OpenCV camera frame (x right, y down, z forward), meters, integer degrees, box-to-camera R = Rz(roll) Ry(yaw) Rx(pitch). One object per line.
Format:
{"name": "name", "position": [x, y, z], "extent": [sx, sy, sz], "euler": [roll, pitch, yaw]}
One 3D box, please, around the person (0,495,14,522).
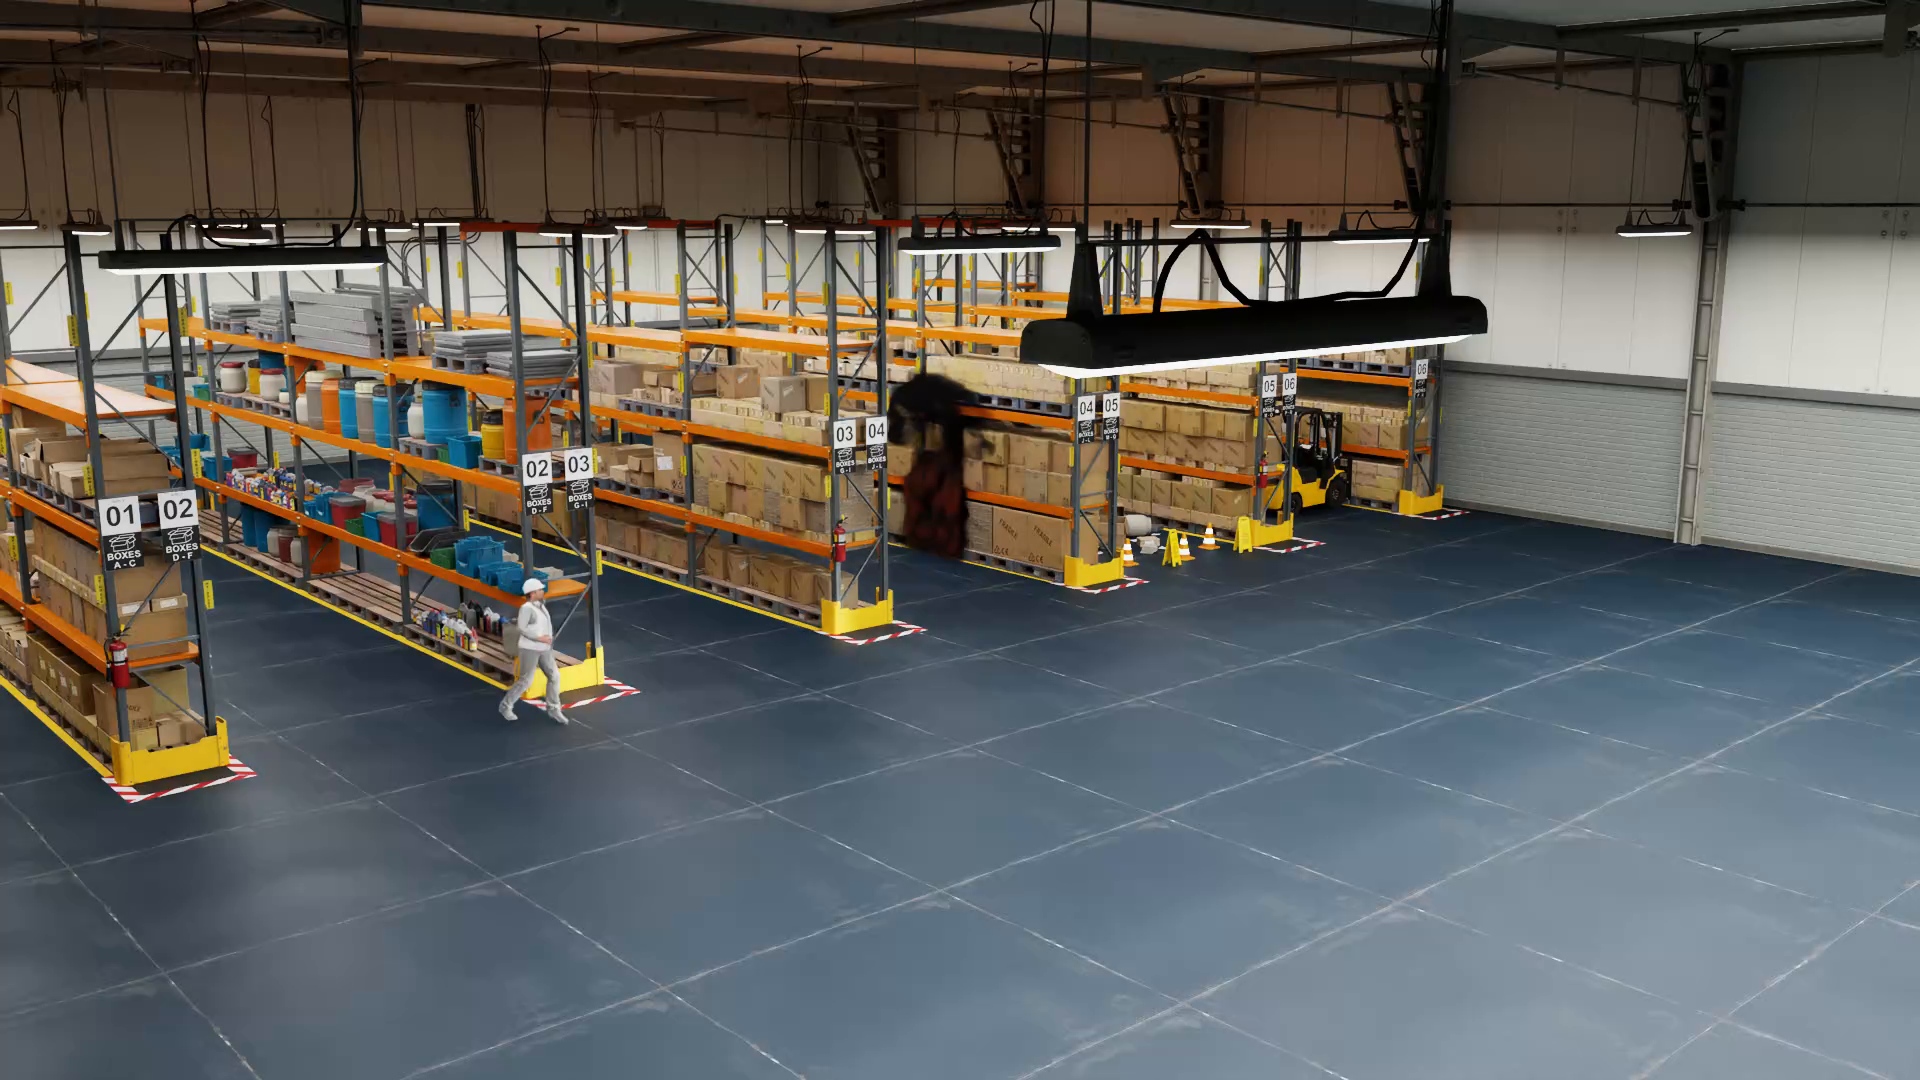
{"name": "person", "position": [-18.090, -0.773, 31.375], "extent": [0.534, 1.727, 0.731], "euler": [4, 12, 17]}

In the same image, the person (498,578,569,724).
{"name": "person", "position": [-5.251, 1.329, 20.658], "extent": [0.851, 1.709, 0.728], "euler": [2, 12, 12]}
